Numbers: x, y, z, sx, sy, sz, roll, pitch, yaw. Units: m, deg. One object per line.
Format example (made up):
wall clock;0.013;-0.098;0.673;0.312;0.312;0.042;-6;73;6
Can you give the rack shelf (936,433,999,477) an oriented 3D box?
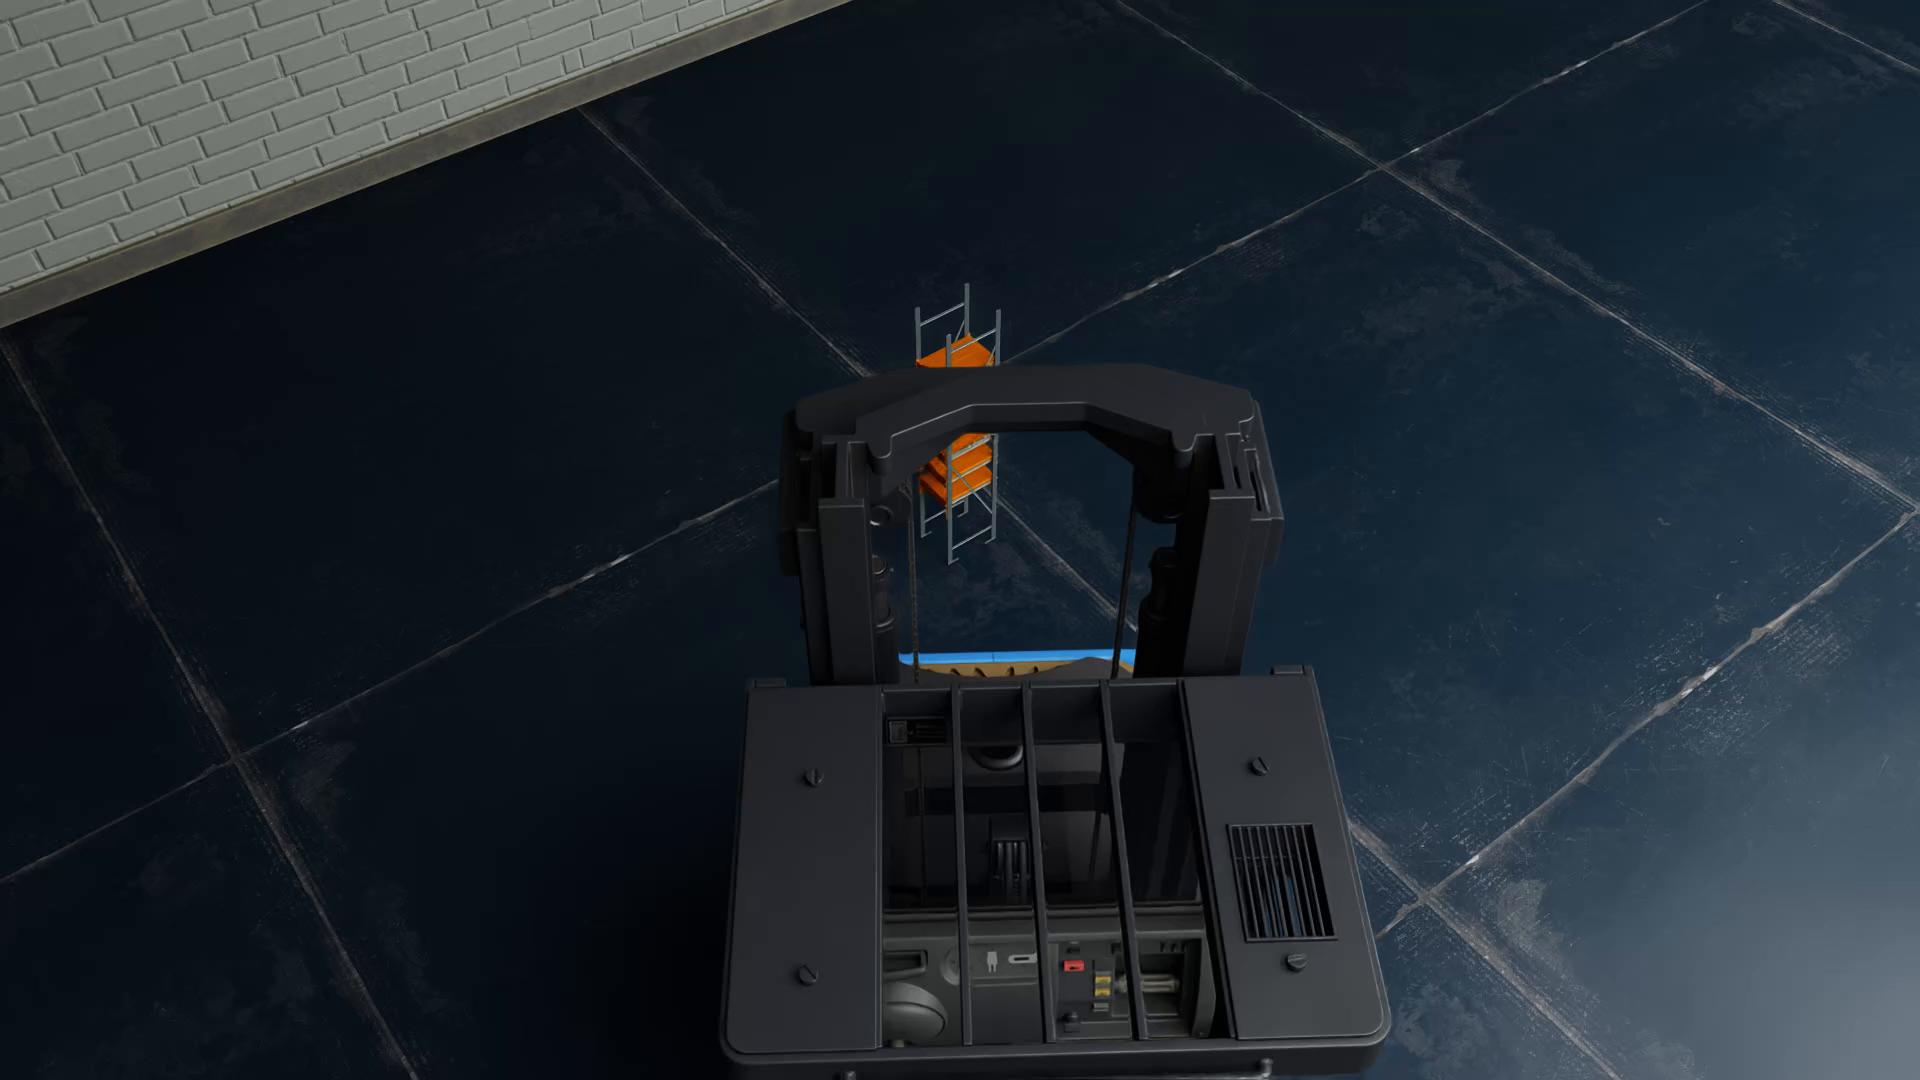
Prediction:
rack shelf;-0.009;-0.382;6.345;0.258;0.103;0.180;-29;54;-24

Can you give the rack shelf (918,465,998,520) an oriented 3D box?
rack shelf;-0.009;-0.220;6.523;0.258;0.103;0.180;-29;54;-24

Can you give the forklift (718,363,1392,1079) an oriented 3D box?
forklift;0.143;1.166;3.714;1.130;2.935;3.031;-1;48;-1

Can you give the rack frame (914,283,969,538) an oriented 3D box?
rack frame;-0.064;-0.465;6.361;0.240;1.200;0.006;-29;54;-24

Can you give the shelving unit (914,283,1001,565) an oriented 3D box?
shelving unit;-0.009;-0.412;6.312;0.258;1.200;0.189;-29;54;-24

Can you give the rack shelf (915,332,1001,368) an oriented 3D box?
rack shelf;-0.009;-0.623;6.078;0.258;0.103;0.180;-29;54;-24

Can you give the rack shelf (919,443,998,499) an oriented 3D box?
rack shelf;-0.009;-0.301;6.434;0.258;0.103;0.180;-29;54;-24

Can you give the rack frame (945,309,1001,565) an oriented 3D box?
rack frame;0.047;-0.358;6.263;0.240;1.200;0.006;-29;54;-24

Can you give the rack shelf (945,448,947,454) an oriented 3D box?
rack shelf;-0.009;-0.462;6.256;0.258;0.103;0.180;-29;54;-24
